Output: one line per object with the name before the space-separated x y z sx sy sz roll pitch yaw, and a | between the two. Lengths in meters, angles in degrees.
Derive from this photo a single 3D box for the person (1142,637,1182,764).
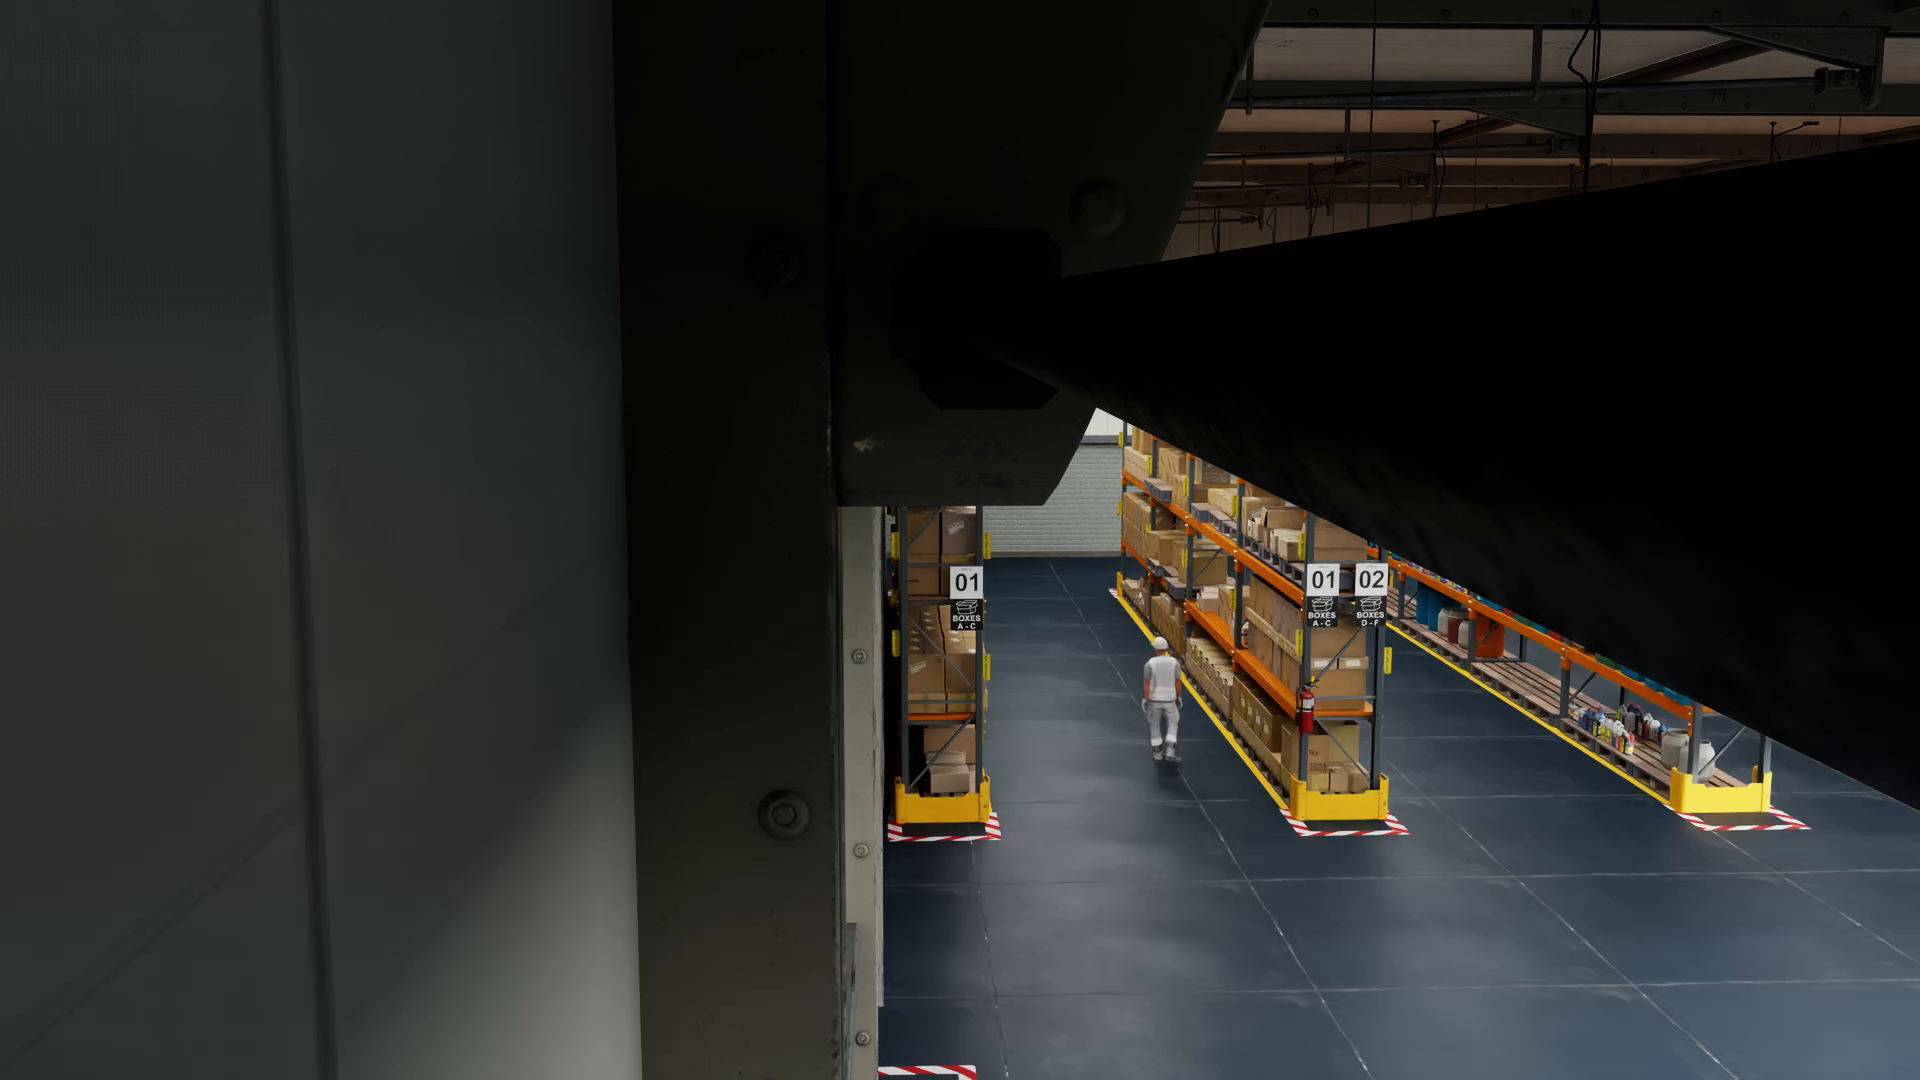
person | 2.799 2.229 23.027 0.573 1.787 0.551 0 8 -3
